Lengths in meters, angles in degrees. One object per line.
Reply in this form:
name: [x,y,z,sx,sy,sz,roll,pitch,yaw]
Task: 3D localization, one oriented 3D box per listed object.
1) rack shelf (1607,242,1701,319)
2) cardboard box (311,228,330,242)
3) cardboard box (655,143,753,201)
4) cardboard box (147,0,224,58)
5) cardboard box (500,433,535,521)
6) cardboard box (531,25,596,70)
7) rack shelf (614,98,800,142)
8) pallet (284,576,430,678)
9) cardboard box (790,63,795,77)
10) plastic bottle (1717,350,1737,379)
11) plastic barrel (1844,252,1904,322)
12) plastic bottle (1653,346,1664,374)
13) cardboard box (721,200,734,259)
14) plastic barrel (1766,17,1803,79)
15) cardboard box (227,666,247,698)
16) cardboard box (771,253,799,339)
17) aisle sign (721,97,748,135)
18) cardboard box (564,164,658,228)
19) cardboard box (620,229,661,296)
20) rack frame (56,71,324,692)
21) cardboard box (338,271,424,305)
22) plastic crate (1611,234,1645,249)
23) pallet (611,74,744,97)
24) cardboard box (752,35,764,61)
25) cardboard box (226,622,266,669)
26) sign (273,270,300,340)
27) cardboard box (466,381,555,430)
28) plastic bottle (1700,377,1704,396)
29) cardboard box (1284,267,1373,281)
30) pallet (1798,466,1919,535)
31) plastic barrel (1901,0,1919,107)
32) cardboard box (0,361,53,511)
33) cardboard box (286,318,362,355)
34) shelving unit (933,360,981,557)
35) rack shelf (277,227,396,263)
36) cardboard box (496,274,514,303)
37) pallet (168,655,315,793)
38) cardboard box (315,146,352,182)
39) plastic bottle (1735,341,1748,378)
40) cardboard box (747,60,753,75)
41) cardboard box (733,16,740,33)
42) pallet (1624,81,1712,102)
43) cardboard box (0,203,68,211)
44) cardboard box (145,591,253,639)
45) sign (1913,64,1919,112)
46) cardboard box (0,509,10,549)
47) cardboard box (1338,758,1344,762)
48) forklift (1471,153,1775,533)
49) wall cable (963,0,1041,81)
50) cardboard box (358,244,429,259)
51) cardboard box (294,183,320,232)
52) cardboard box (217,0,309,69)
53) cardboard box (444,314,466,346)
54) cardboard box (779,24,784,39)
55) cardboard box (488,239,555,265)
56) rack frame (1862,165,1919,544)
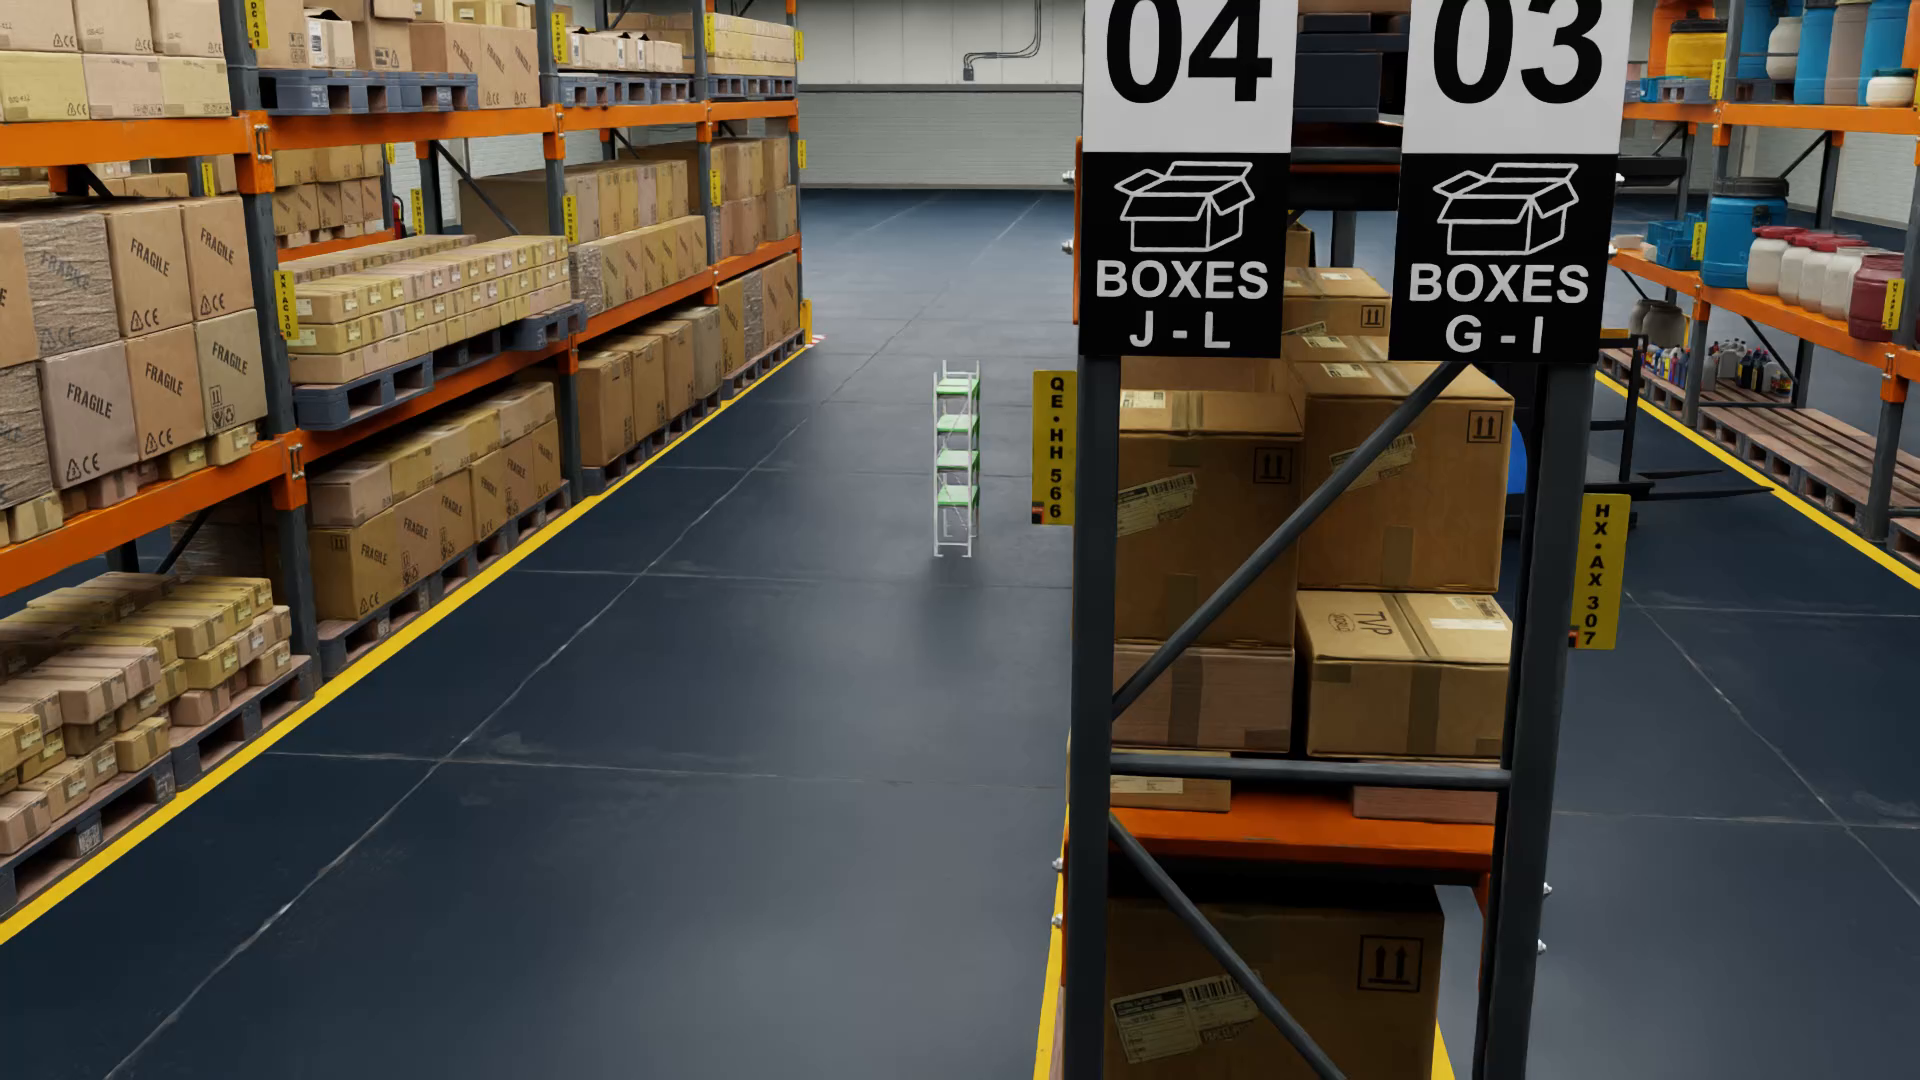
rack shelf: [7.239,-2.634,16.536,1.077,0.370,4.000,2,15,6]
cardboard box: [-7.208,-3.380,18.396,0.380,0.149,0.250,2,15,6]
cardboard box: [-2.605,-3.752,16.934,0.875,0.550,0.550,2,15,6]
cardboard box: [-3.527,-2.196,7.120,0.500,0.250,0.500,1,15,4]
cardboard box: [-3.153,-0.427,10.978,0.500,0.500,0.500,2,15,9]
cardboard box: [-2.976,-3.581,12.087,0.500,0.311,0.500,2,15,6]
rack shelf: [-2.599,-4.401,17.322,1.077,0.370,4.000,2,15,6]
pallet: [-3.641,0.438,9.138,1.003,0.211,1.213,2,15,6]
cardboard box: [-2.074,-5.300,18.755,0.380,0.149,0.250,2,15,6]
plastic bottle: [7.436,-1.715,16.132,0.152,0.276,0.135,2,15,6]
plastic barrel: [6.466,-1.753,11.683,0.421,0.512,0.421,0,15,0]
plastic bottle: [6.878,-1.767,16.335,0.097,0.271,0.097,0,15,0]
cardboard box: [-2.756,-3.093,16.566,0.875,0.550,0.550,2,15,6]
plastic barrel: [7.257,-4.274,14.455,0.421,0.512,0.421,0,15,0]
cardboard box: [-3.546,0.644,7.691,0.380,0.149,0.250,2,15,8]
cardboard box: [-2.384,-2.818,19.102,0.875,0.875,0.875,2,15,7]
aisle sign: [-2.664,-5.101,19.299,0.394,0.787,0.004,2,15,6]
cardboard box: [-2.989,-2.919,14.102,0.700,0.500,0.500,2,15,7]
cardboard box: [-2.787,-2.292,13.702,0.500,0.500,0.500,2,15,6]
rack frame: [-3.728,-0.706,8.027,1.000,3.000,0.127,2,15,6]
cardboard box: [-3.139,-1.367,9.008,0.380,0.149,0.250,1,15,6]
plastic crate: [7.044,-3.150,17.572,0.298,0.136,0.250,2,15,6]
pallet: [-2.722,-4.398,16.104,1.003,0.211,1.213,2,15,6]
cardboard box: [-2.323,-5.063,17.114,0.500,0.250,0.500,2,15,7]
cardboard box: [-3.465,0.485,7.708,0.380,0.149,0.250,1,15,4]
sign: [-3.188,-1.110,7.863,0.100,0.325,0.005,2,15,6]
cardboard box: [-3.093,-0.917,11.353,0.500,0.250,0.500,1,15,5]
plastic bottle: [6.745,-1.428,15.214,0.097,0.201,0.097,0,15,0]
cardboard box: [1.403,-0.840,6.803,0.500,0.500,0.500,2,15,8]
pallet: [6.688,-0.279,11.790,1.003,0.211,1.213,2,15,6]
plastic barrel: [6.944,-3.457,11.631,0.600,0.830,0.708,2,15,6]
cardboard box: [-3.699,-0.368,6.014,0.500,0.500,0.500,1,15,5]
cardboard box: [-3.226,-1.020,8.294,0.380,0.149,0.250,2,15,7]
shelving unit: [-0.019,-0.536,10.847,0.258,1.200,0.503,2,15,6]
rack shelf: [-7.529,-3.072,18.155,1.077,0.370,4.000,2,15,6]
cardboard box: [-2.994,-1.560,10.293,0.380,0.149,0.250,2,15,6]
pallet: [-3.768,0.815,7.743,1.003,0.211,1.213,2,15,6]
cardboard box: [-7.164,-4.207,18.299,0.700,0.500,0.500,2,15,6]
plastic bottle: [7.586,-1.753,16.130,0.144,0.351,0.185,2,15,6]
cardboard box: [-2.304,-4.774,16.808,0.380,0.149,0.250,2,15,6]
cardboard box: [-2.361,-5.026,16.213,0.380,0.149,0.250,1,15,5]
pallet: [7.274,-4.646,17.211,1.003,0.211,1.213,2,15,6]
cardboard box: [-4.064,-1.136,6.940,0.500,0.500,0.500,1,15,5]
cardboard box: [-3.499,0.347,7.648,0.380,0.149,0.250,2,15,7]
sign: [6.015,-2.837,10.363,0.100,0.325,0.005,2,15,6]
cardboard box: [-3.691,-0.028,6.000,0.380,0.149,0.250,2,15,8]
cardboard box: [1.133,0.476,4.137,0.380,0.149,0.250,1,15,5]
forklift: [4.155,-1.581,11.395,3.031,2.935,1.130,-2,15,-8]
wall cable: [1.253,-16.689,49.128,2.305,6.003,0.169,2,15,6]
cardboard box: [-3.611,-1.796,10.595,0.380,0.149,0.250,1,15,4]
cardboard box: [-7.288,-3.591,17.934,0.500,0.500,0.500,2,15,7]
cardboard box: [-3.576,-2.500,7.920,0.700,0.500,0.500,2,15,6]
cardboard box: [-3.084,-1.215,9.586,0.380,0.149,0.250,1,15,5]
cardboard box: [-2.133,-5.553,18.162,0.380,0.149,0.250,2,15,7]
cardboard box: [-2.907,-1.907,11.004,0.380,0.149,0.250,2,15,6]
rack frame: [6.562,-1.426,10.687,1.000,3.000,0.127,2,15,6]
